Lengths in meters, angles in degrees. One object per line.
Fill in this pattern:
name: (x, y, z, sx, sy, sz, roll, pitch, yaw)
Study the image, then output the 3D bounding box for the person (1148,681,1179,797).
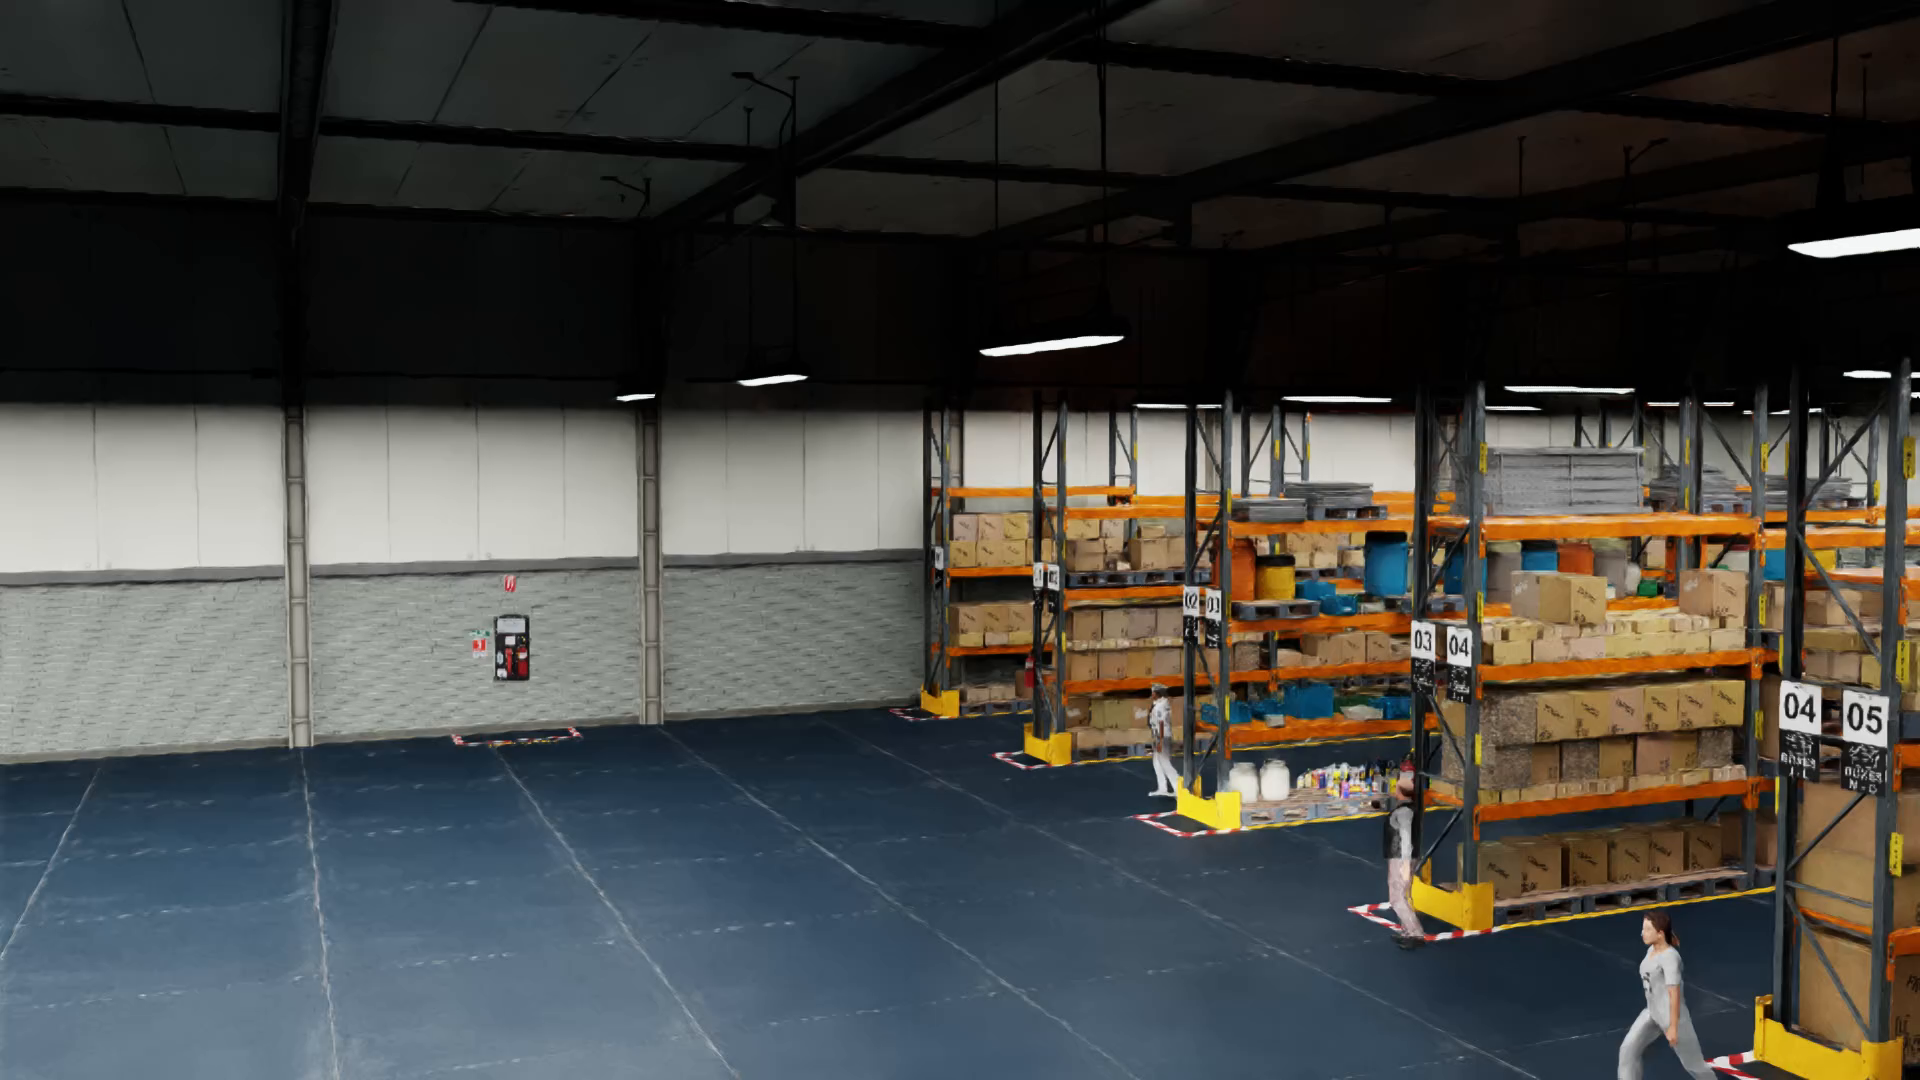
person: (3.029, 2.910, 24.287, 0.552, 1.661, 0.479, 1, 3, 15)

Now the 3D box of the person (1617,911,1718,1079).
person: (5.375, 3.615, 12.603, 0.957, 1.611, 0.491, 0, 3, -1)

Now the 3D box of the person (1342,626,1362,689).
person: (7.739, 2.441, 32.655, 0.512, 1.620, 0.639, -2, 4, -25)

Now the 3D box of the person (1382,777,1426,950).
person: (4.579, 3.304, 17.092, 0.467, 1.711, 0.643, 2, 4, 25)
